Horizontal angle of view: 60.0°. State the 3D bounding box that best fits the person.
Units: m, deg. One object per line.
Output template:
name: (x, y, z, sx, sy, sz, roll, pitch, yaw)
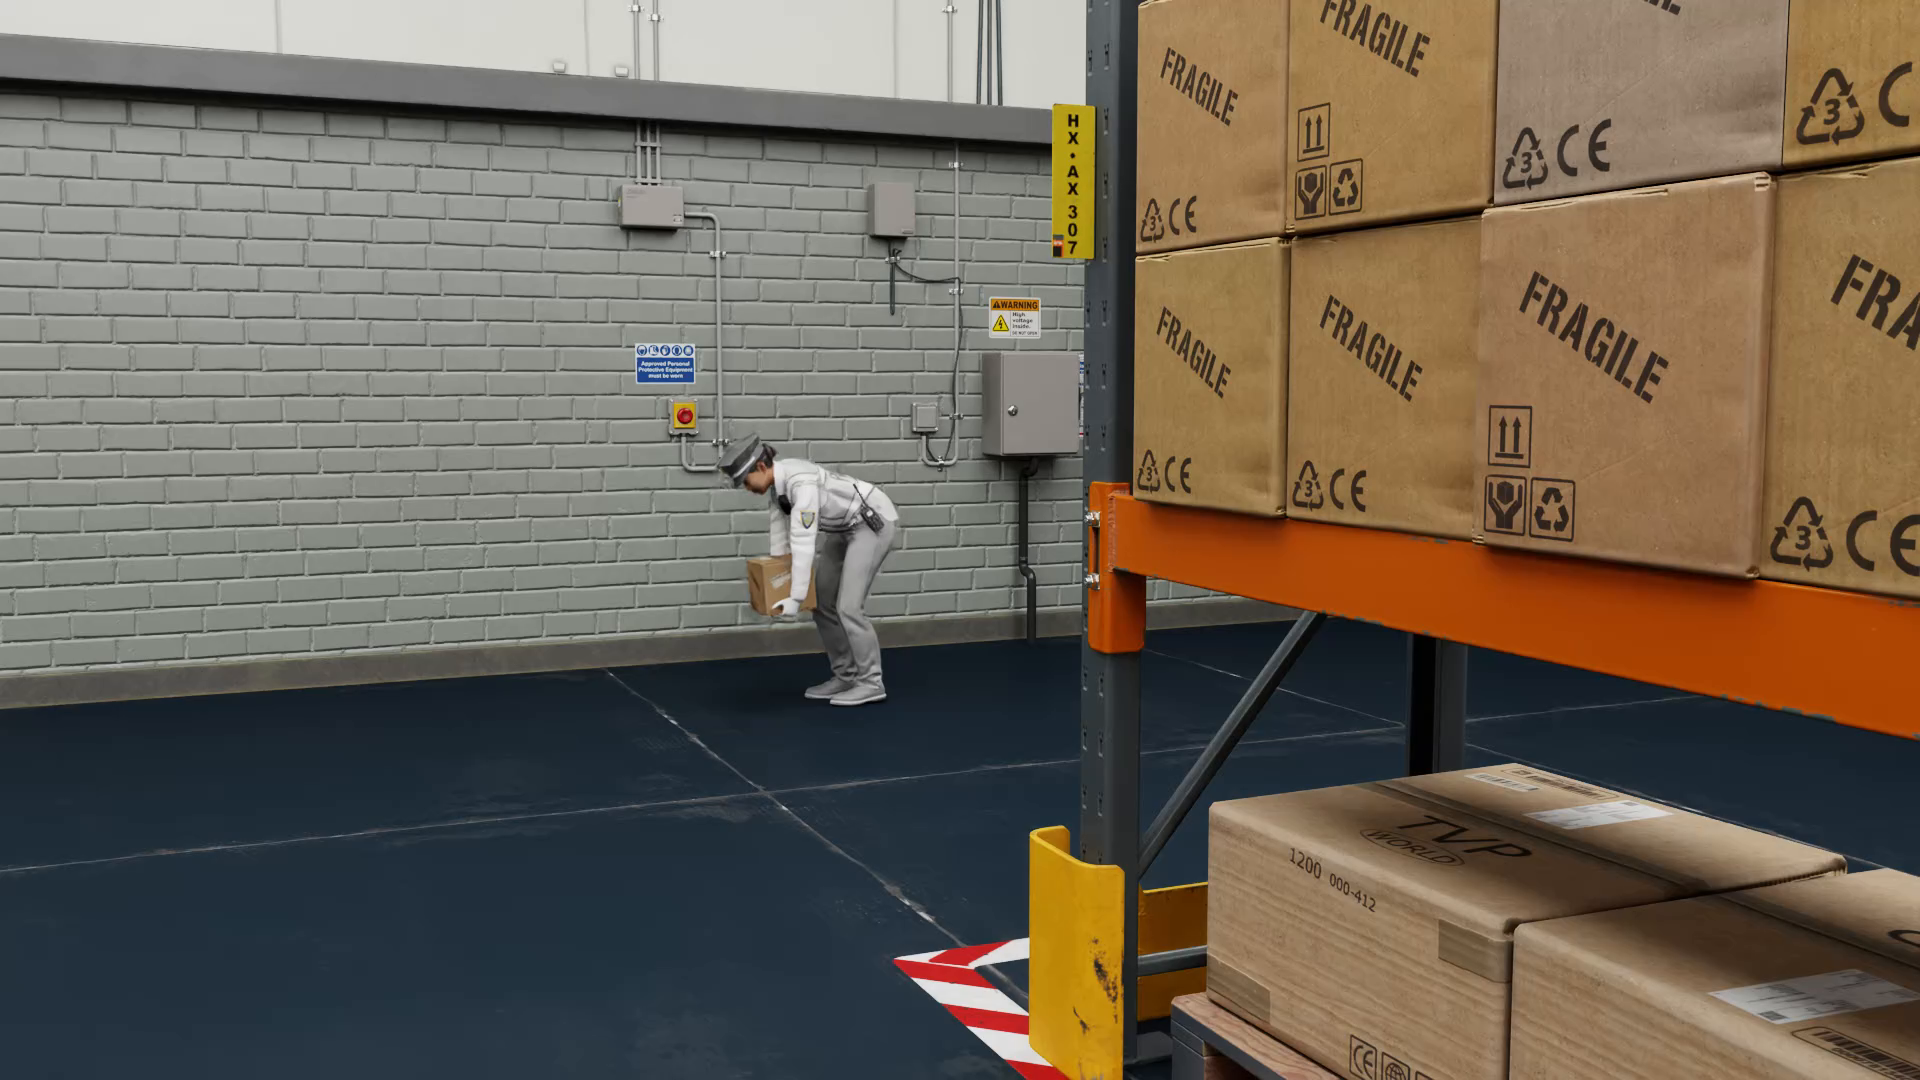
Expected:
person: (-0.728, 0.140, 7.945, 0.887, 1.306, 0.402, -3, 6, -25)
